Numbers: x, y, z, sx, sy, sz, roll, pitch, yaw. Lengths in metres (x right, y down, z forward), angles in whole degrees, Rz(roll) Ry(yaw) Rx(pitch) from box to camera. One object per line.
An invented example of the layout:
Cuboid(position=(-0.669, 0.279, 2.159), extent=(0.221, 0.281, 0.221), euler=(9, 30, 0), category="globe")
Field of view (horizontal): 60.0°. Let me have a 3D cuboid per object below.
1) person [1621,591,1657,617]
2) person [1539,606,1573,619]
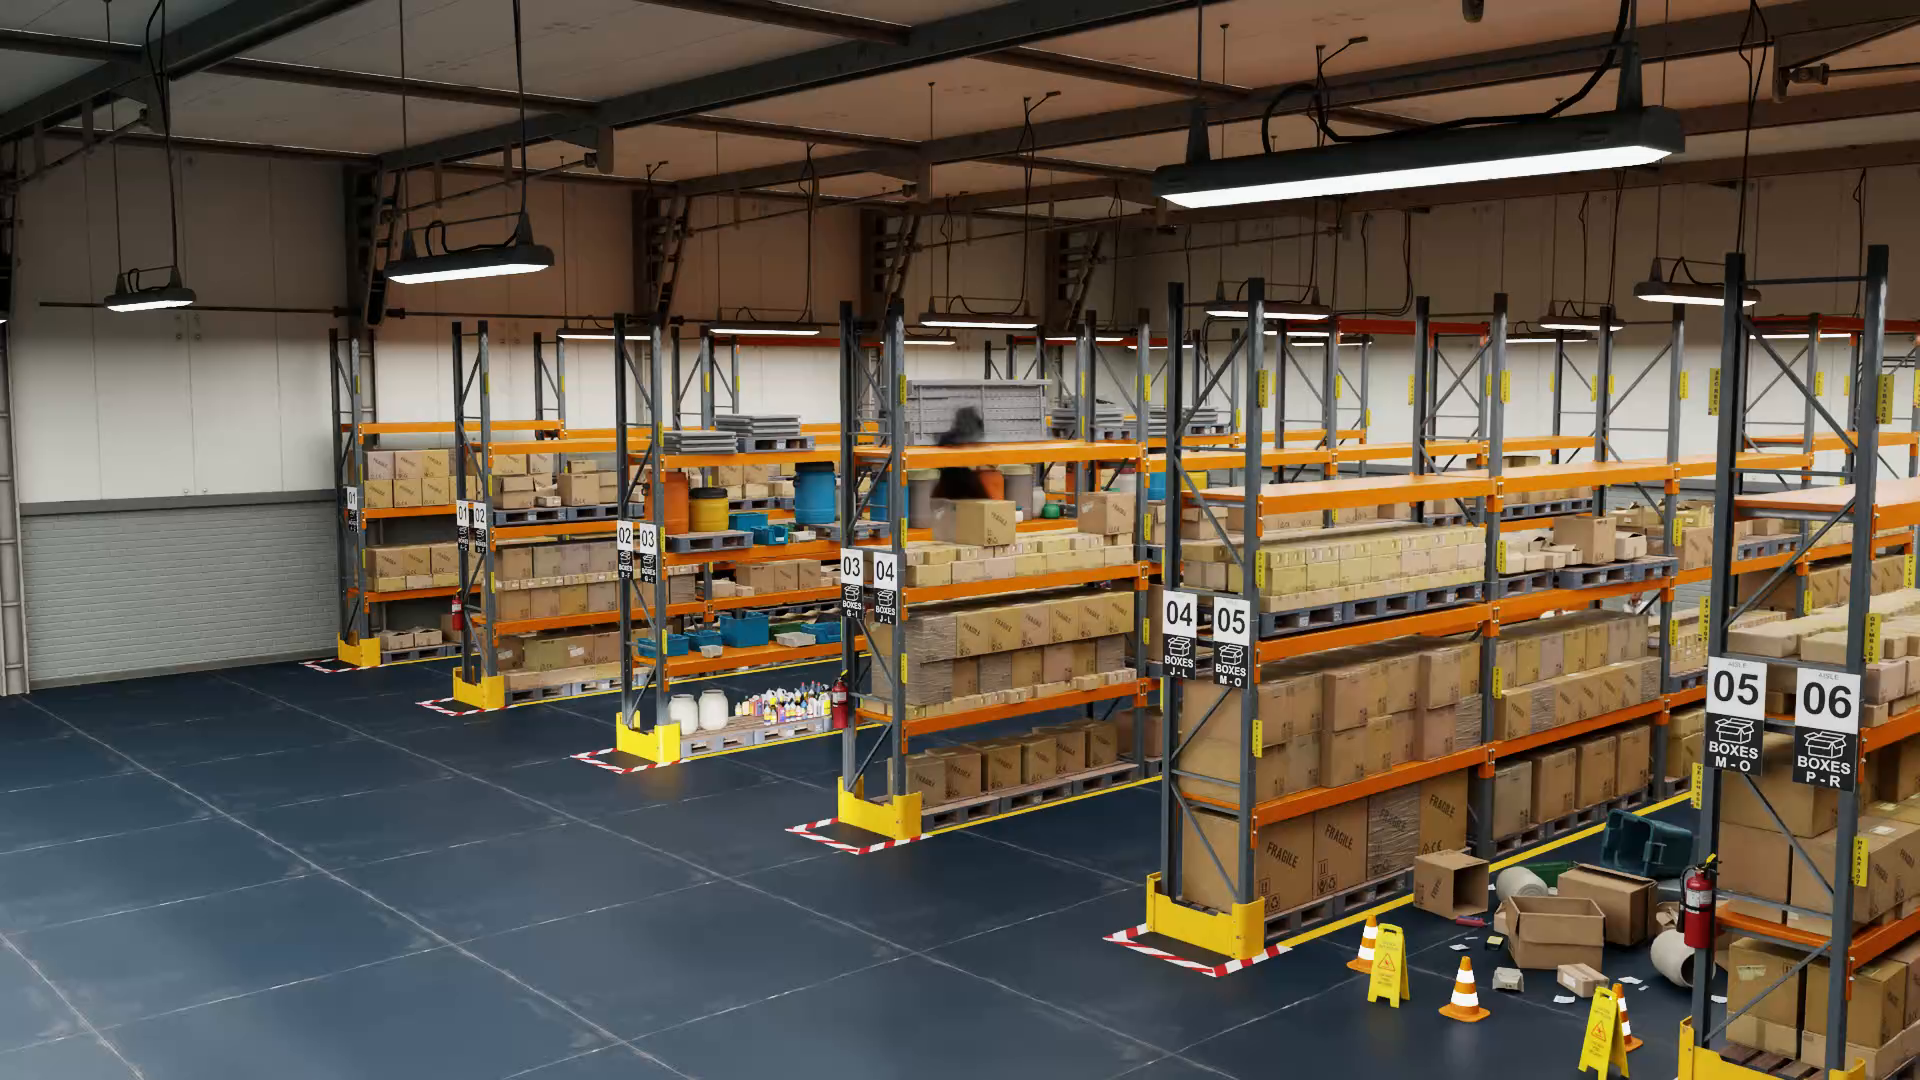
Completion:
Cuboid(position=(11.179, 1.600, 27.442), extent=(0.676, 1.753, 0.744), euler=(5, 8, 42), category="person")
Cuboid(position=(9.182, 1.724, 25.551), extent=(0.703, 1.764, 1.060), euler=(5, 7, 40), category="person")
